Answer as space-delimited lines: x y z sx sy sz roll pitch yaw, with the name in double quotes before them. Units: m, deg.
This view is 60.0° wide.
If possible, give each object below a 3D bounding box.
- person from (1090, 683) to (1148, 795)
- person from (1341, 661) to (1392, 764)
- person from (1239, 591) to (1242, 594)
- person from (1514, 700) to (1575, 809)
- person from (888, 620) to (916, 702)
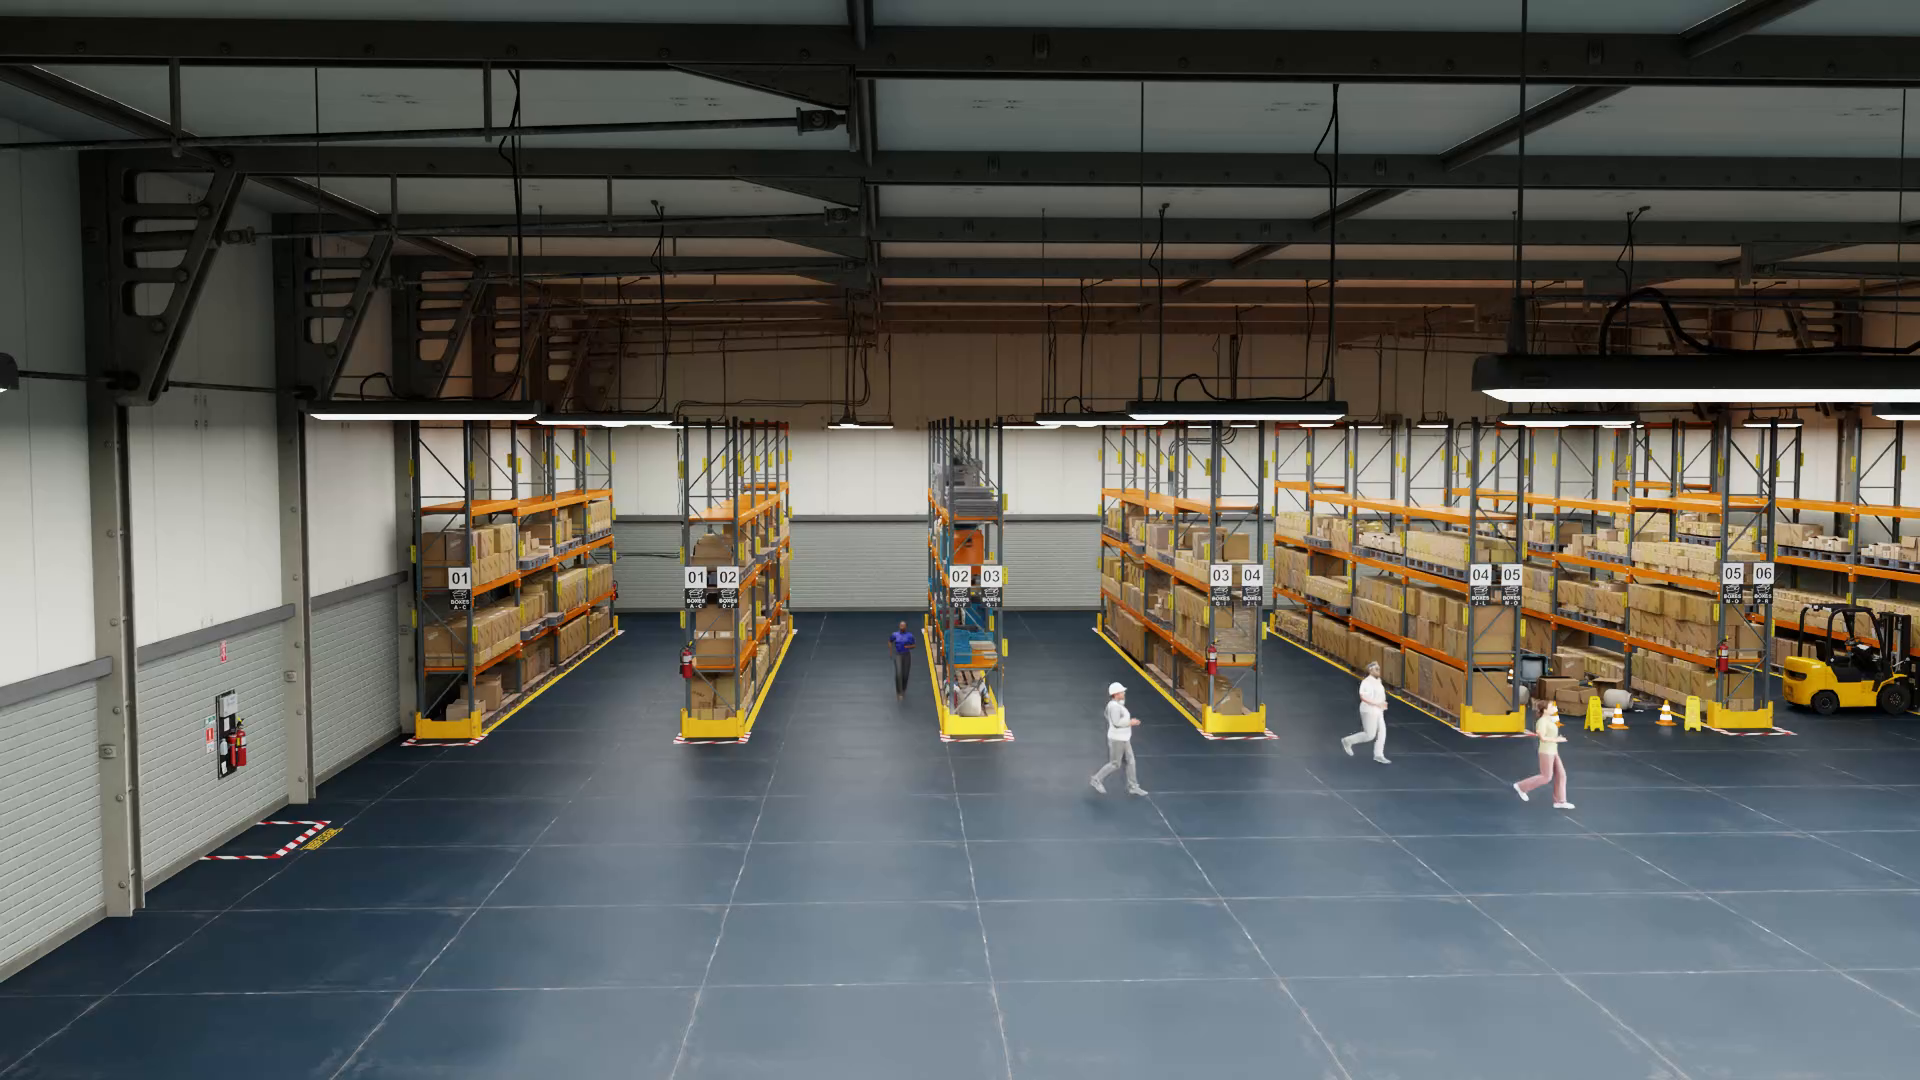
"person" 2.494 3.070 25.967 0.889 1.690 0.661 1 4 12
"person" 7.105 2.971 28.878 0.844 1.785 0.670 3 5 36
"person" 7.840 1.938 45.293 0.554 1.716 0.777 0 4 2
"person" 8.901 3.245 25.277 0.877 1.641 0.589 2 4 28
"person" -1.233 2.574 35.590 0.547 1.718 0.761 -1 4 -10
